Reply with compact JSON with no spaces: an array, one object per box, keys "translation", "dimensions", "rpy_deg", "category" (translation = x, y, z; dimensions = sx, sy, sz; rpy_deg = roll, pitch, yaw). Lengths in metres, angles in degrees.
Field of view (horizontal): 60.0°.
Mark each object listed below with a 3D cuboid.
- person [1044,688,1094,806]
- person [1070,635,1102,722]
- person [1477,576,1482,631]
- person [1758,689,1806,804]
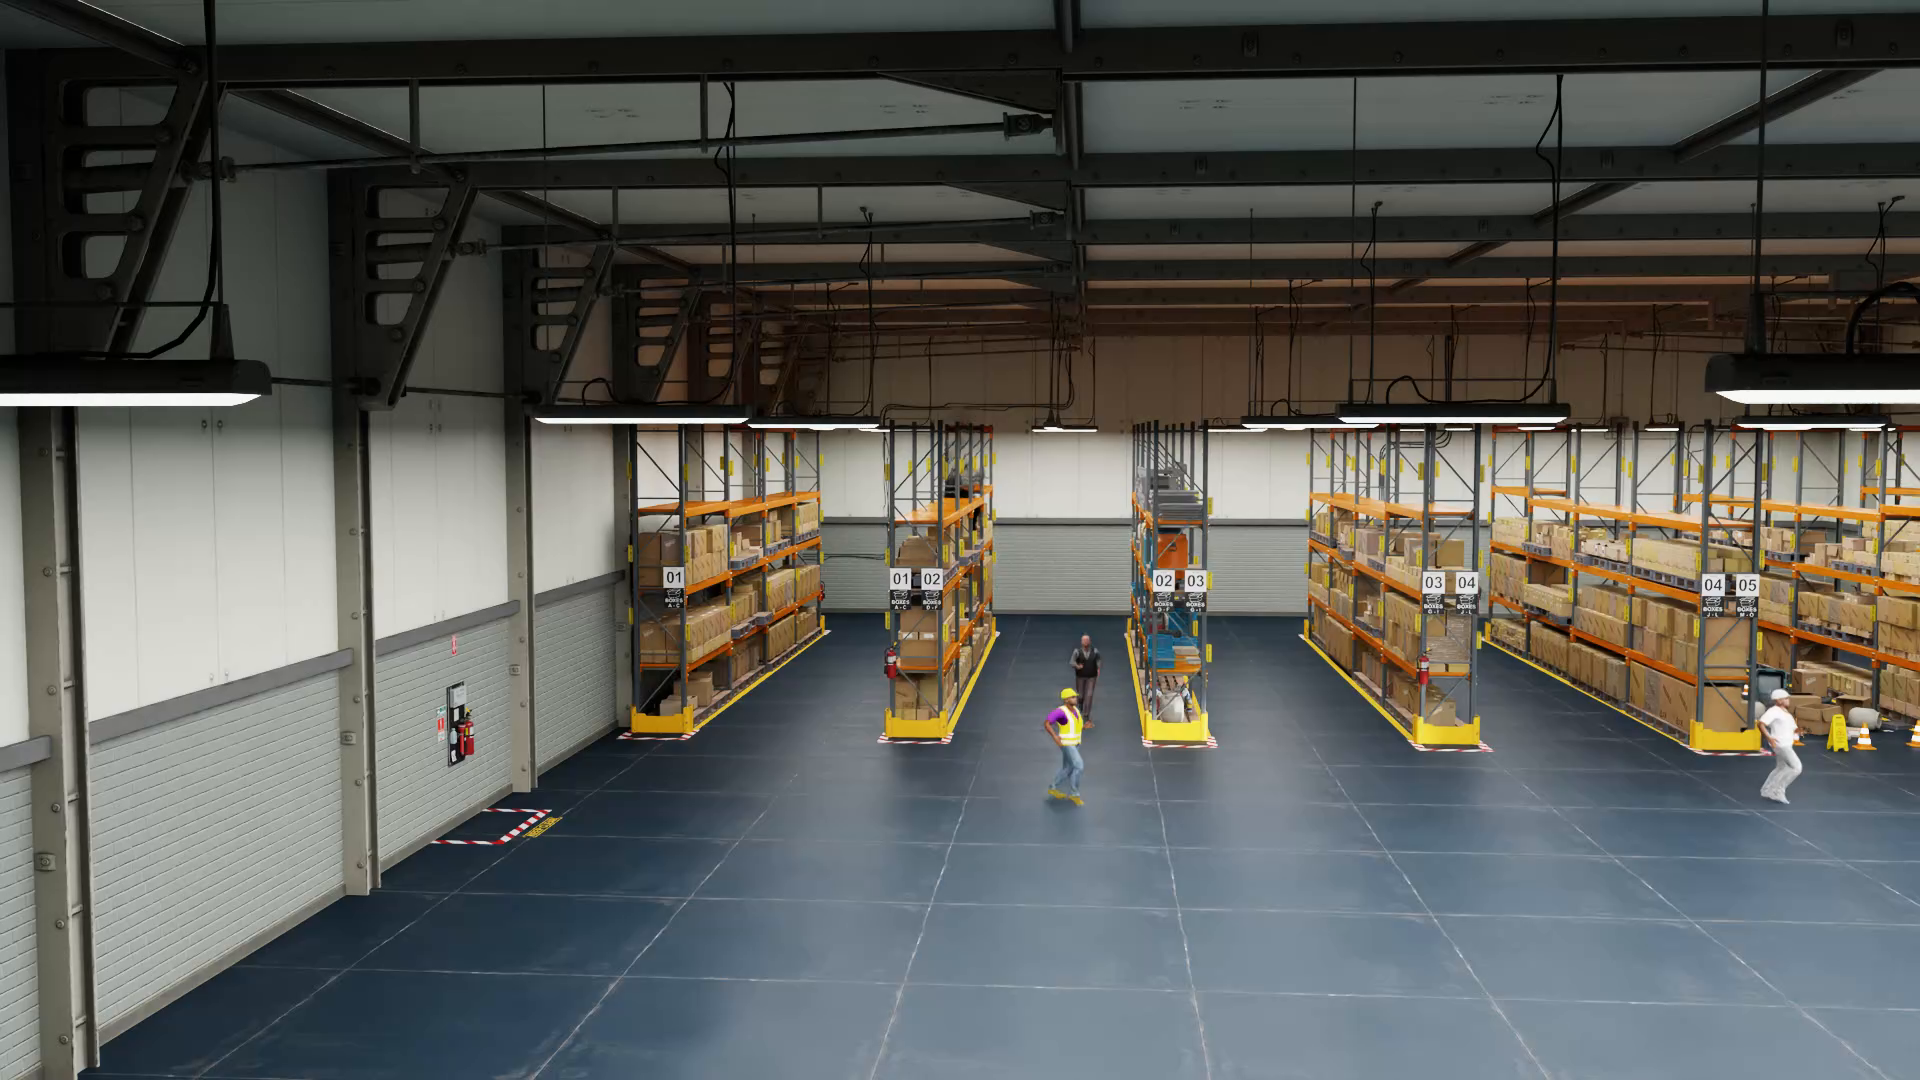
[{"translation":[1.697,3.213,25.850],"dimensions":[0.746,1.824,0.674],"rpy_deg":[2,4,27],"category":"person"},{"translation":[2.530,2.757,33.367],"dimensions":[0.670,1.696,0.836],"rpy_deg":[0,4,1],"category":"person"},{"translation":[14.523,1.856,47.199],"dimensions":[0.712,1.716,0.686],"rpy_deg":[-1,4,-22],"category":"person"},{"translation":[12.802,3.211,25.864],"dimensions":[0.624,1.777,0.668],"rpy_deg":[3,5,37],"category":"person"}]
